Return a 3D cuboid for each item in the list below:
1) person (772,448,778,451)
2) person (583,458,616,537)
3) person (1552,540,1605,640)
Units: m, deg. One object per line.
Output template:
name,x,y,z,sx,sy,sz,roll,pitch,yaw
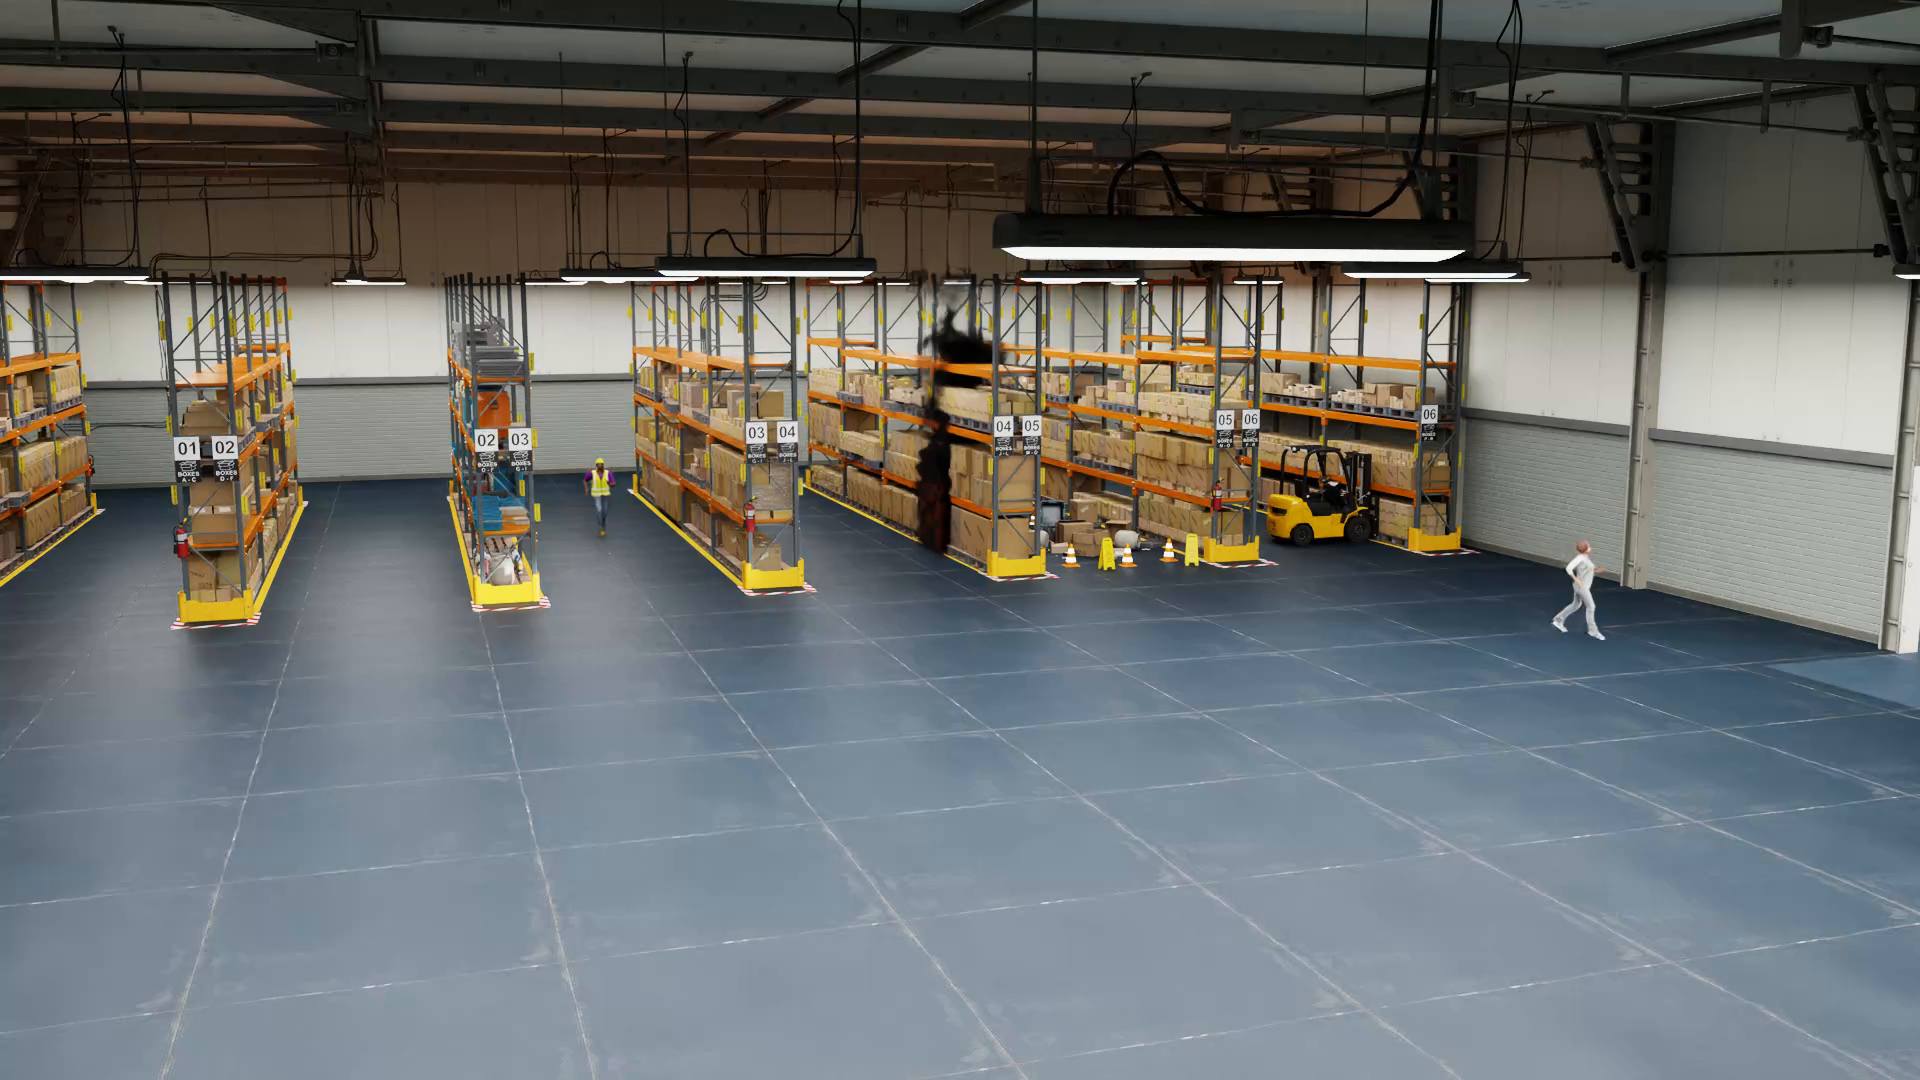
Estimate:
person,-5.488,-2.234,47.530,0.683,1.608,0.874,1,9,5
person,-8.376,-1.020,38.789,0.693,1.770,0.959,-4,10,-26
person,10.213,0.803,27.352,0.842,1.612,0.526,4,9,24
